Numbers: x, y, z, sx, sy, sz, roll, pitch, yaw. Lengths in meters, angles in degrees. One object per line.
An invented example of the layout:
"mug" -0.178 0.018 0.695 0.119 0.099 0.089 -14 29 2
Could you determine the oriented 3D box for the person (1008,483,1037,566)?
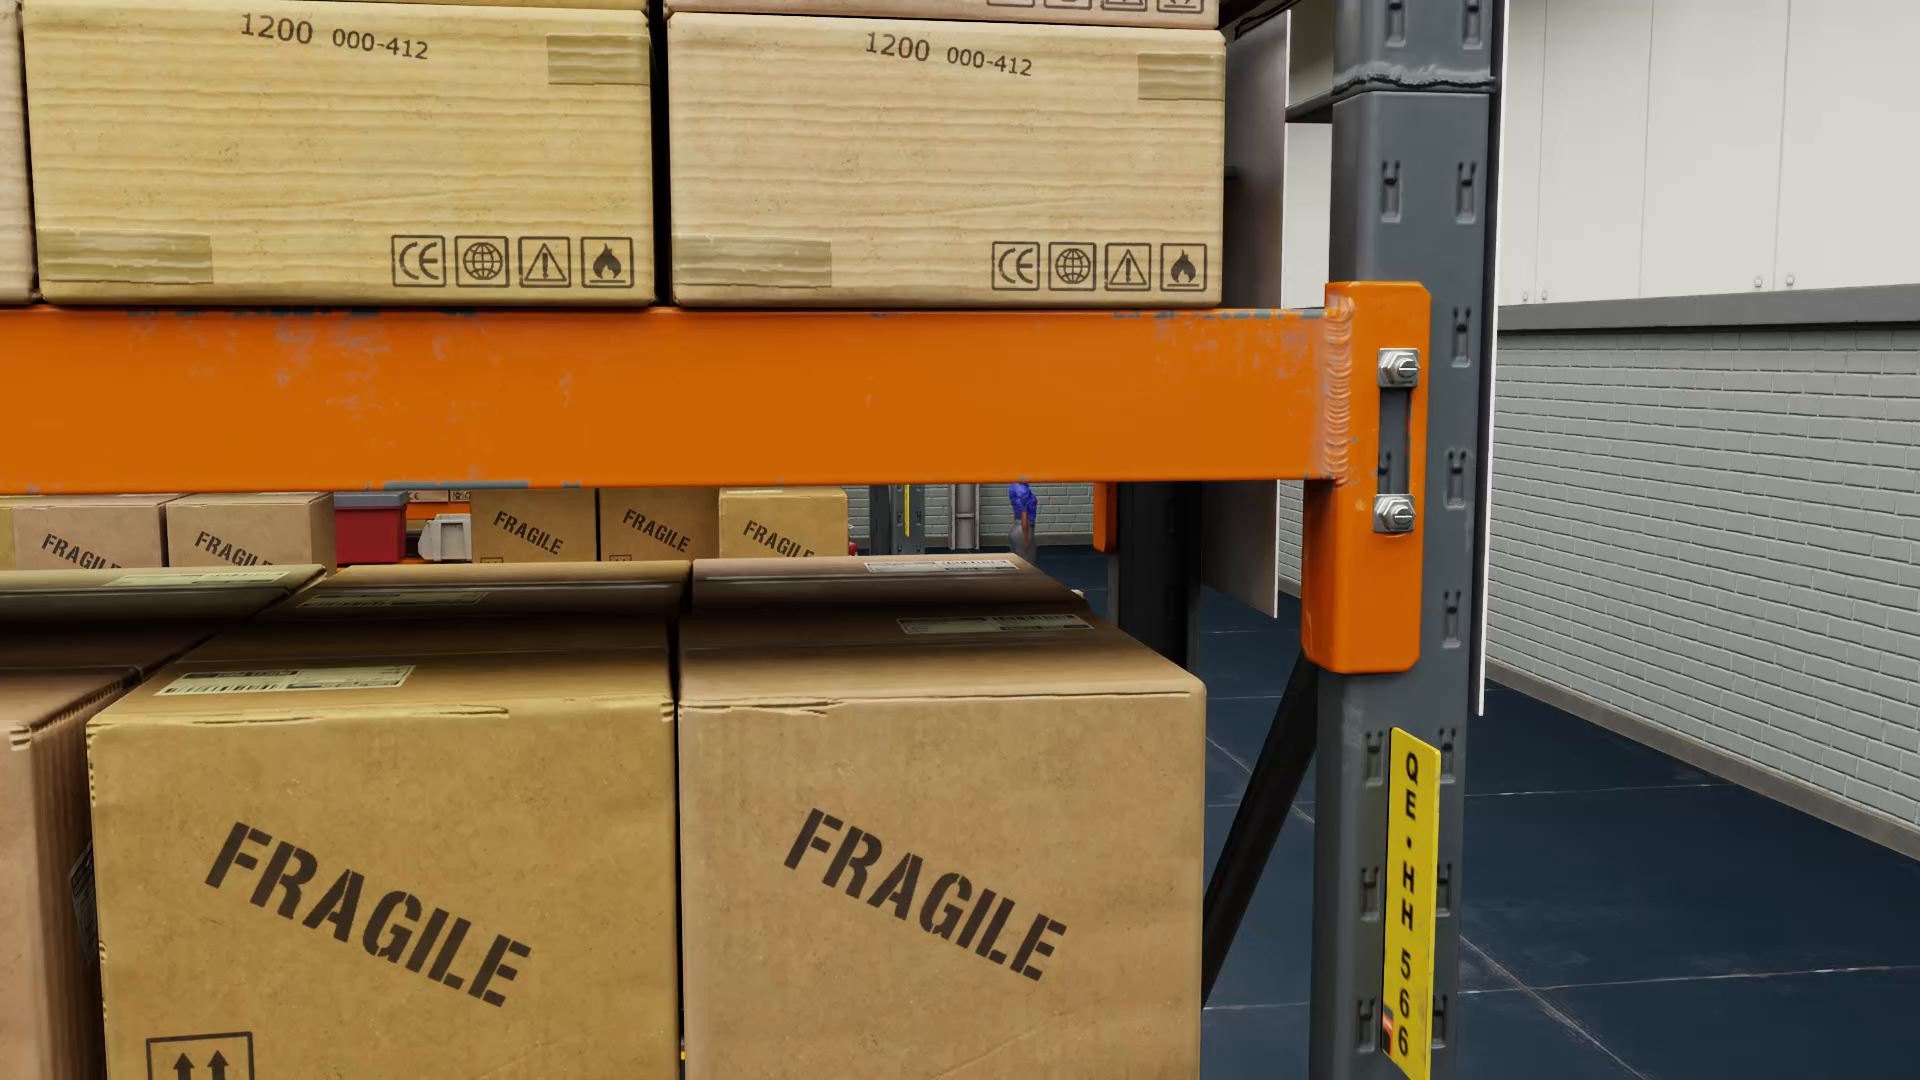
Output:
"person" 0.651 -0.024 17.119 0.303 1.656 0.438 -1 7 -8
